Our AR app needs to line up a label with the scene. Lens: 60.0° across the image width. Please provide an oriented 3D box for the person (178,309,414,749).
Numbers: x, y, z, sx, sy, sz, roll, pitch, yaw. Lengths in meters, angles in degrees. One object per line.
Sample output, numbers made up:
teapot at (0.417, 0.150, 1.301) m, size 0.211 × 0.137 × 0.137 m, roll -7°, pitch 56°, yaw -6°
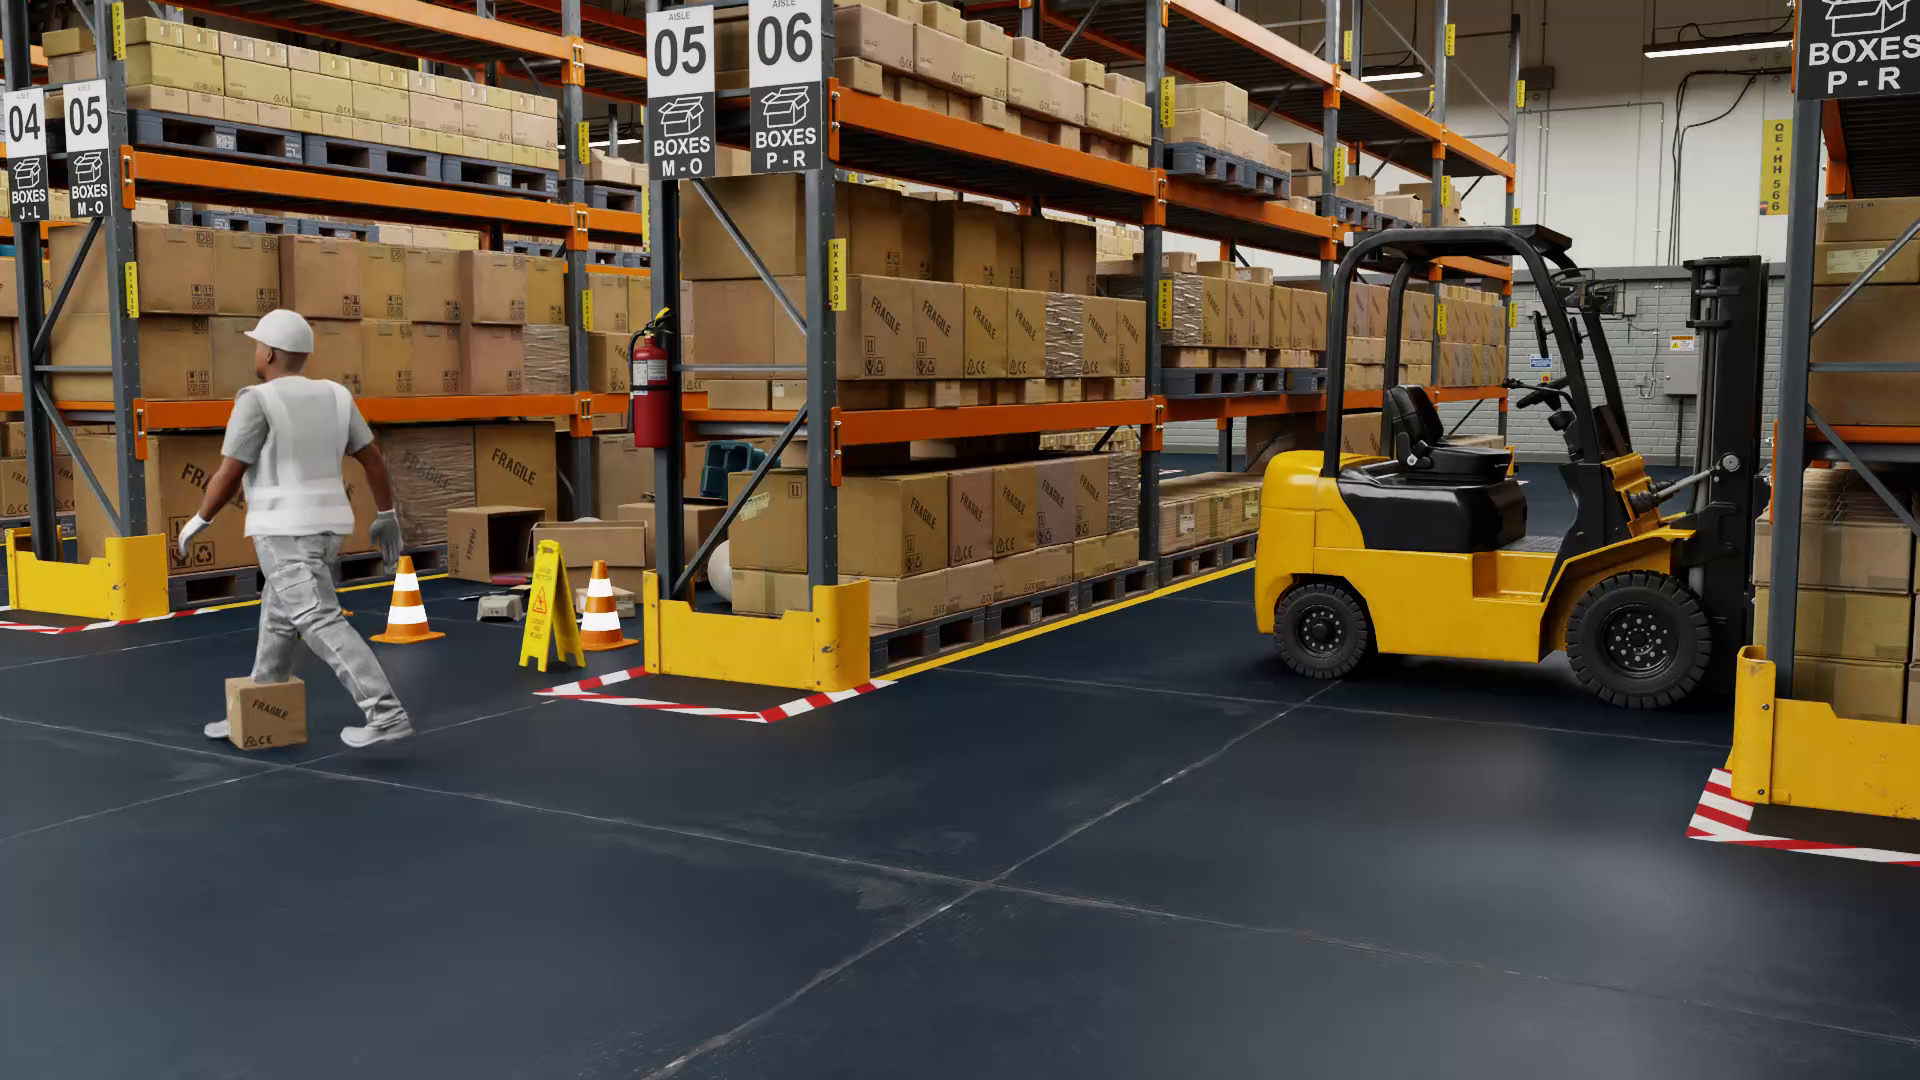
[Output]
person at (-2.592, -0.033, 6.539) m, size 1.109 × 1.733 × 0.671 m, roll 2°, pitch 6°, yaw 19°
